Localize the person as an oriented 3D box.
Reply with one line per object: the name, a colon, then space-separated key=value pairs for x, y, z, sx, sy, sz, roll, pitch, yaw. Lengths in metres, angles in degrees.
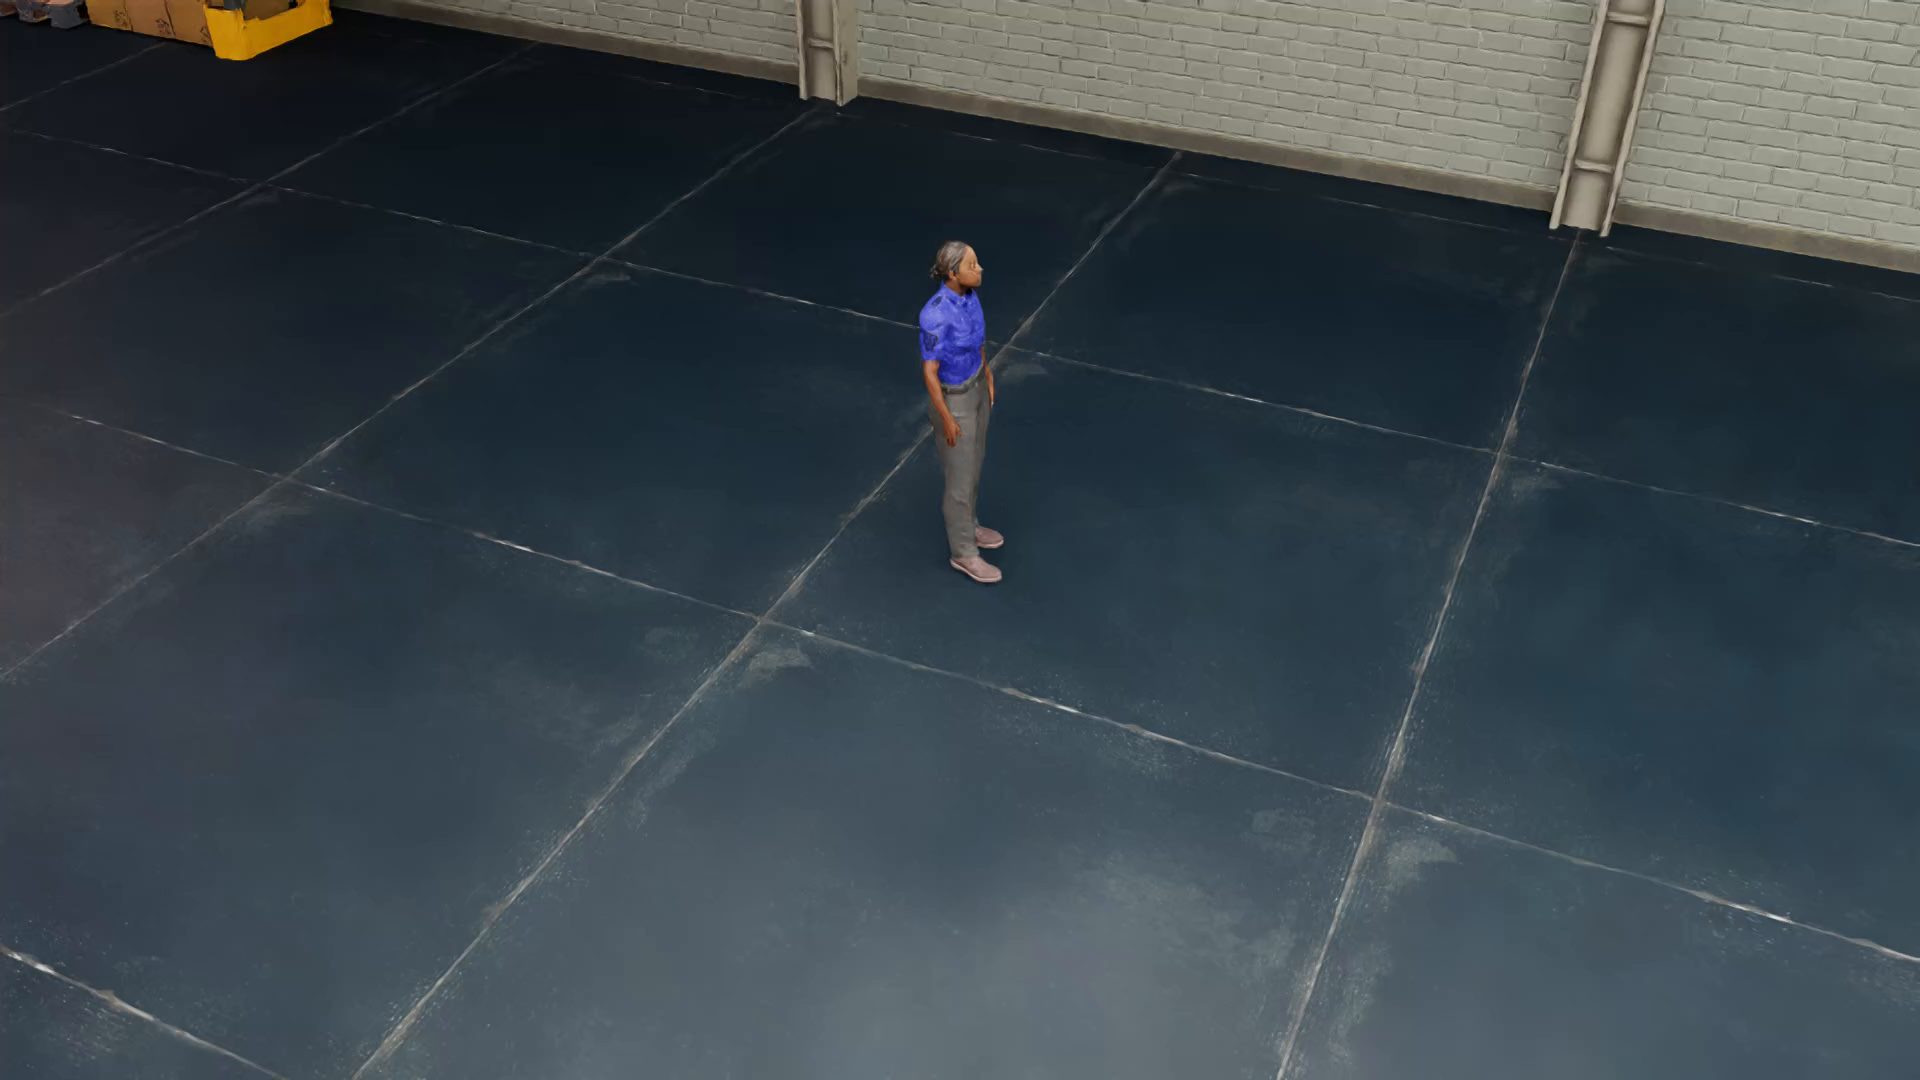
person: x=0.072 y=-0.648 z=8.082 sx=0.503 sy=1.654 sz=0.570 roll=15 pitch=38 yaw=20
